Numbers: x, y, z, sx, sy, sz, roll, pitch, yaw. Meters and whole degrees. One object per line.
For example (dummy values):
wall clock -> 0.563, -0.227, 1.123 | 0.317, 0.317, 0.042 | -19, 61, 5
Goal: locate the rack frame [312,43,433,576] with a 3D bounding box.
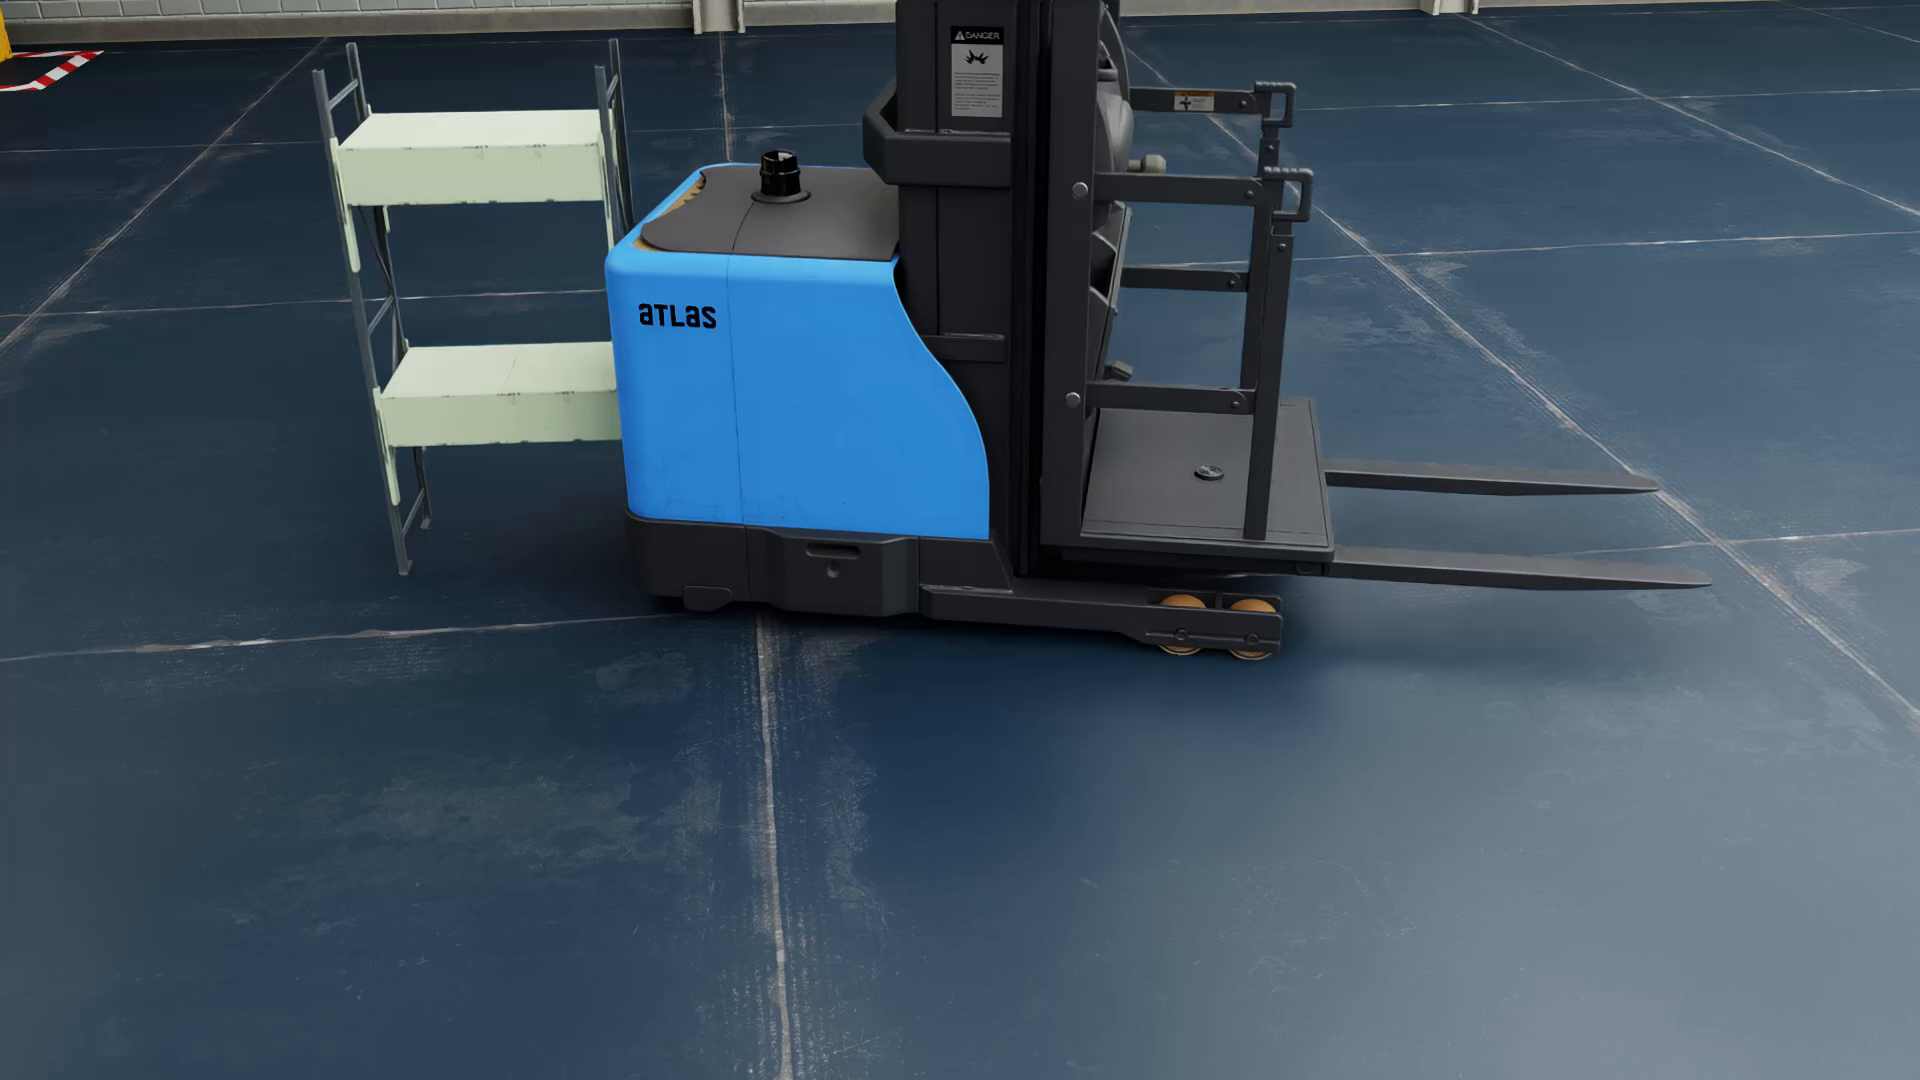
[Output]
rack frame -> -1.704, -0.650, 4.874 | 0.023, 1.500, 0.400 | -2, 27, -4

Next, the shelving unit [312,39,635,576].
shelving unit -> -1.339, -0.664, 4.901 | 0.755, 1.500, 0.431 | -2, 27, -4

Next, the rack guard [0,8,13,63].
rack guard -> -6.992, -3.490, 11.504 | 0.348, 0.500, 1.175 | -4, 27, -7

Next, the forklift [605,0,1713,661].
forklift -> 0.597, -1.230, 4.436 | 3.031, 2.935, 1.130 | 4, 27, 7

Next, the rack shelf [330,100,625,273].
rack shelf -> -1.339, -1.011, 4.723 | 0.720, 0.370, 0.431 | -2, 27, -4

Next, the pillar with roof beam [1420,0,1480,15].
pillar with roof beam -> 4.652, -6.450, 7.963 | 0.400, 9.000, 9.100 | -4, 27, -7

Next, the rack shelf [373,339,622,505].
rack shelf -> -1.339, -0.374, 5.050 | 0.720, 0.370, 0.431 | -2, 27, -4

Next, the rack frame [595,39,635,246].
rack frame -> -0.975, -0.678, 4.928 | 0.023, 1.500, 0.400 | -2, 27, -4

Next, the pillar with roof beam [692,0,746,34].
pillar with roof beam -> -1.289, -6.068, 7.219 | 0.400, 9.000, 9.100 | -4, 27, -7
